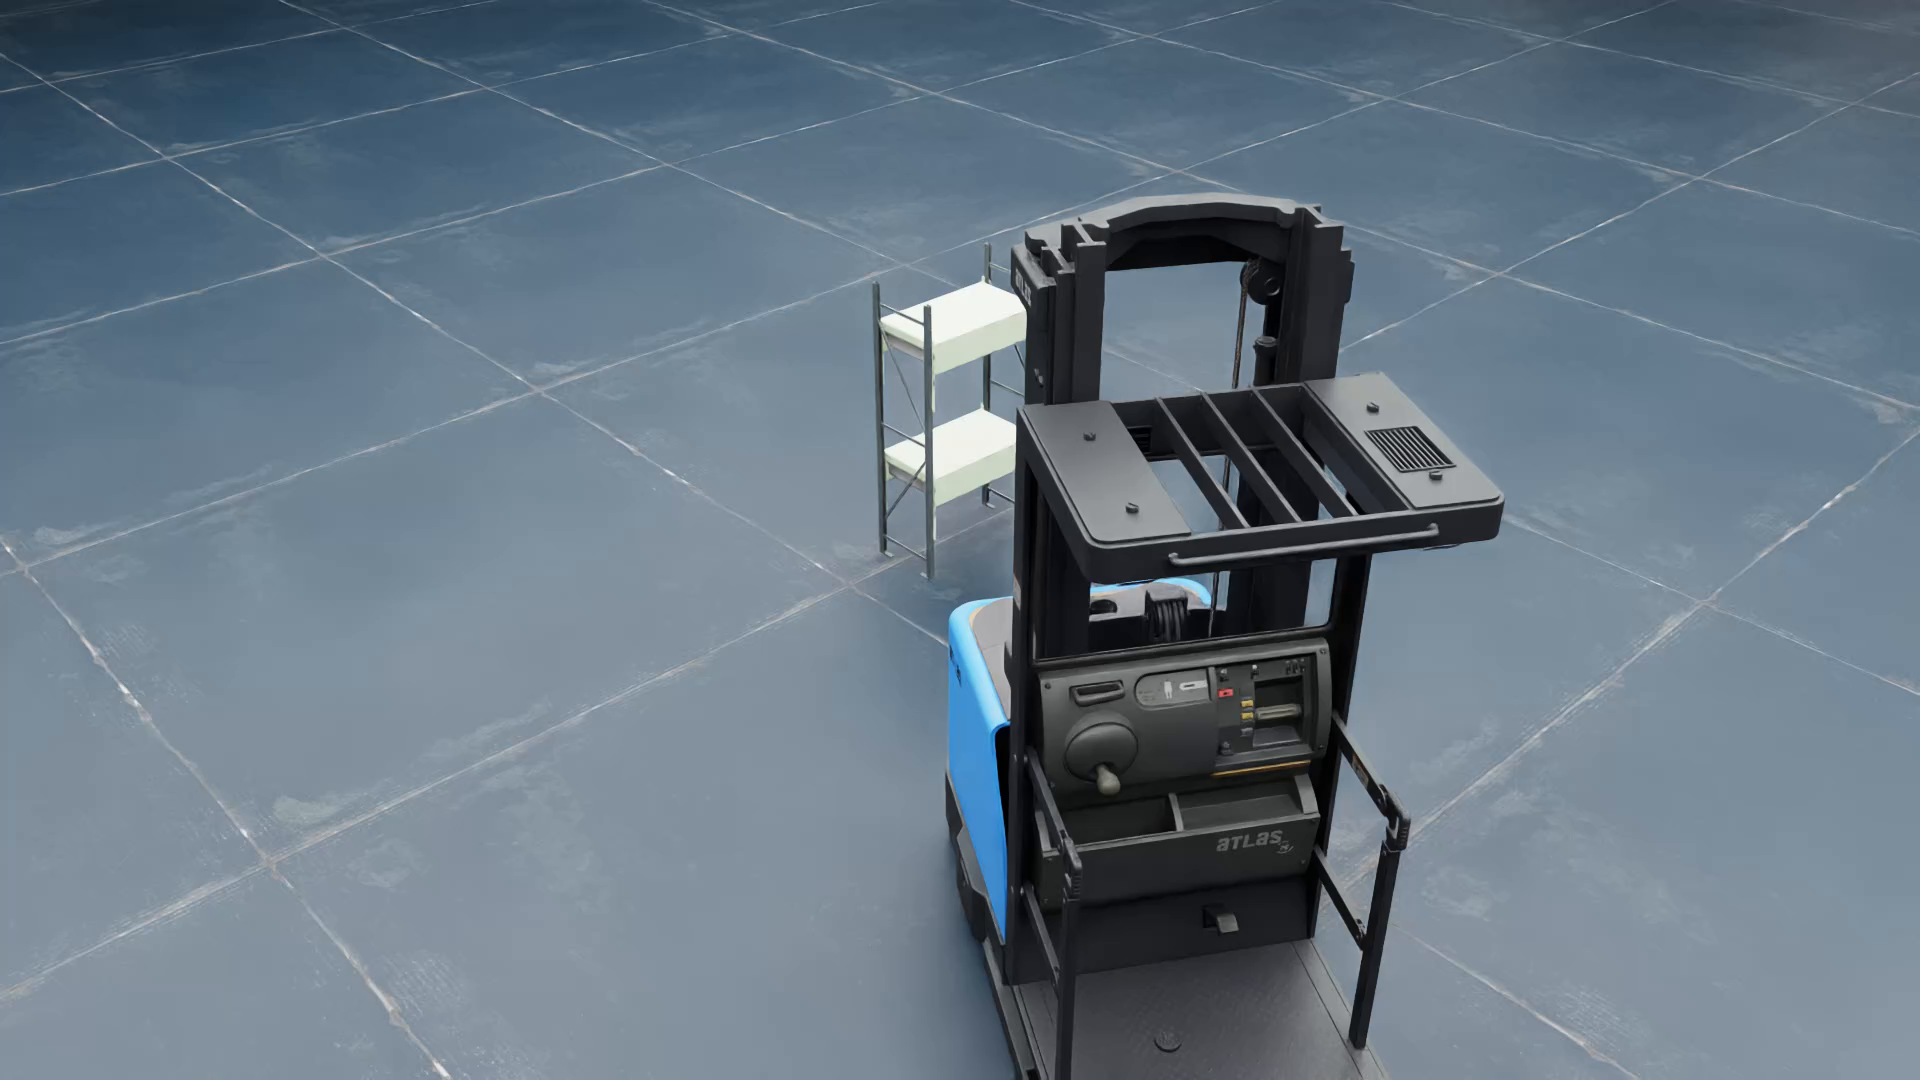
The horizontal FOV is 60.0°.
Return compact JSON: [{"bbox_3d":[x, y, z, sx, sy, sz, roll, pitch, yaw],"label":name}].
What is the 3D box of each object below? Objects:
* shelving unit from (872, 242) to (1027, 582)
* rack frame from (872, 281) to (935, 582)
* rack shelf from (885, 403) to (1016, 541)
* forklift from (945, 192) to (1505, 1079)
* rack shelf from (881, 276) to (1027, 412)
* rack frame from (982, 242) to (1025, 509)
[{"bbox_3d":[-0.005,-0.637,8.355,0.755,1.500,0.431,-26,40,-35],"label":"shelving unit"},{"bbox_3d":[-0.273,-0.508,8.143,0.023,1.500,0.400,-26,40,-35],"label":"rack frame"},{"bbox_3d":[-0.005,-0.359,8.525,0.720,0.370,0.431,-26,40,-35],"label":"rack shelf"},{"bbox_3d":[0.748,0.603,4.954,1.130,2.935,3.031,-6,32,-10],"label":"forklift"},{"bbox_3d":[-0.005,-0.970,8.151,0.720,0.370,0.431,-26,40,-35],"label":"rack shelf"},{"bbox_3d":[0.264,-0.767,8.567,0.023,1.500,0.400,-26,40,-35],"label":"rack frame"}]
